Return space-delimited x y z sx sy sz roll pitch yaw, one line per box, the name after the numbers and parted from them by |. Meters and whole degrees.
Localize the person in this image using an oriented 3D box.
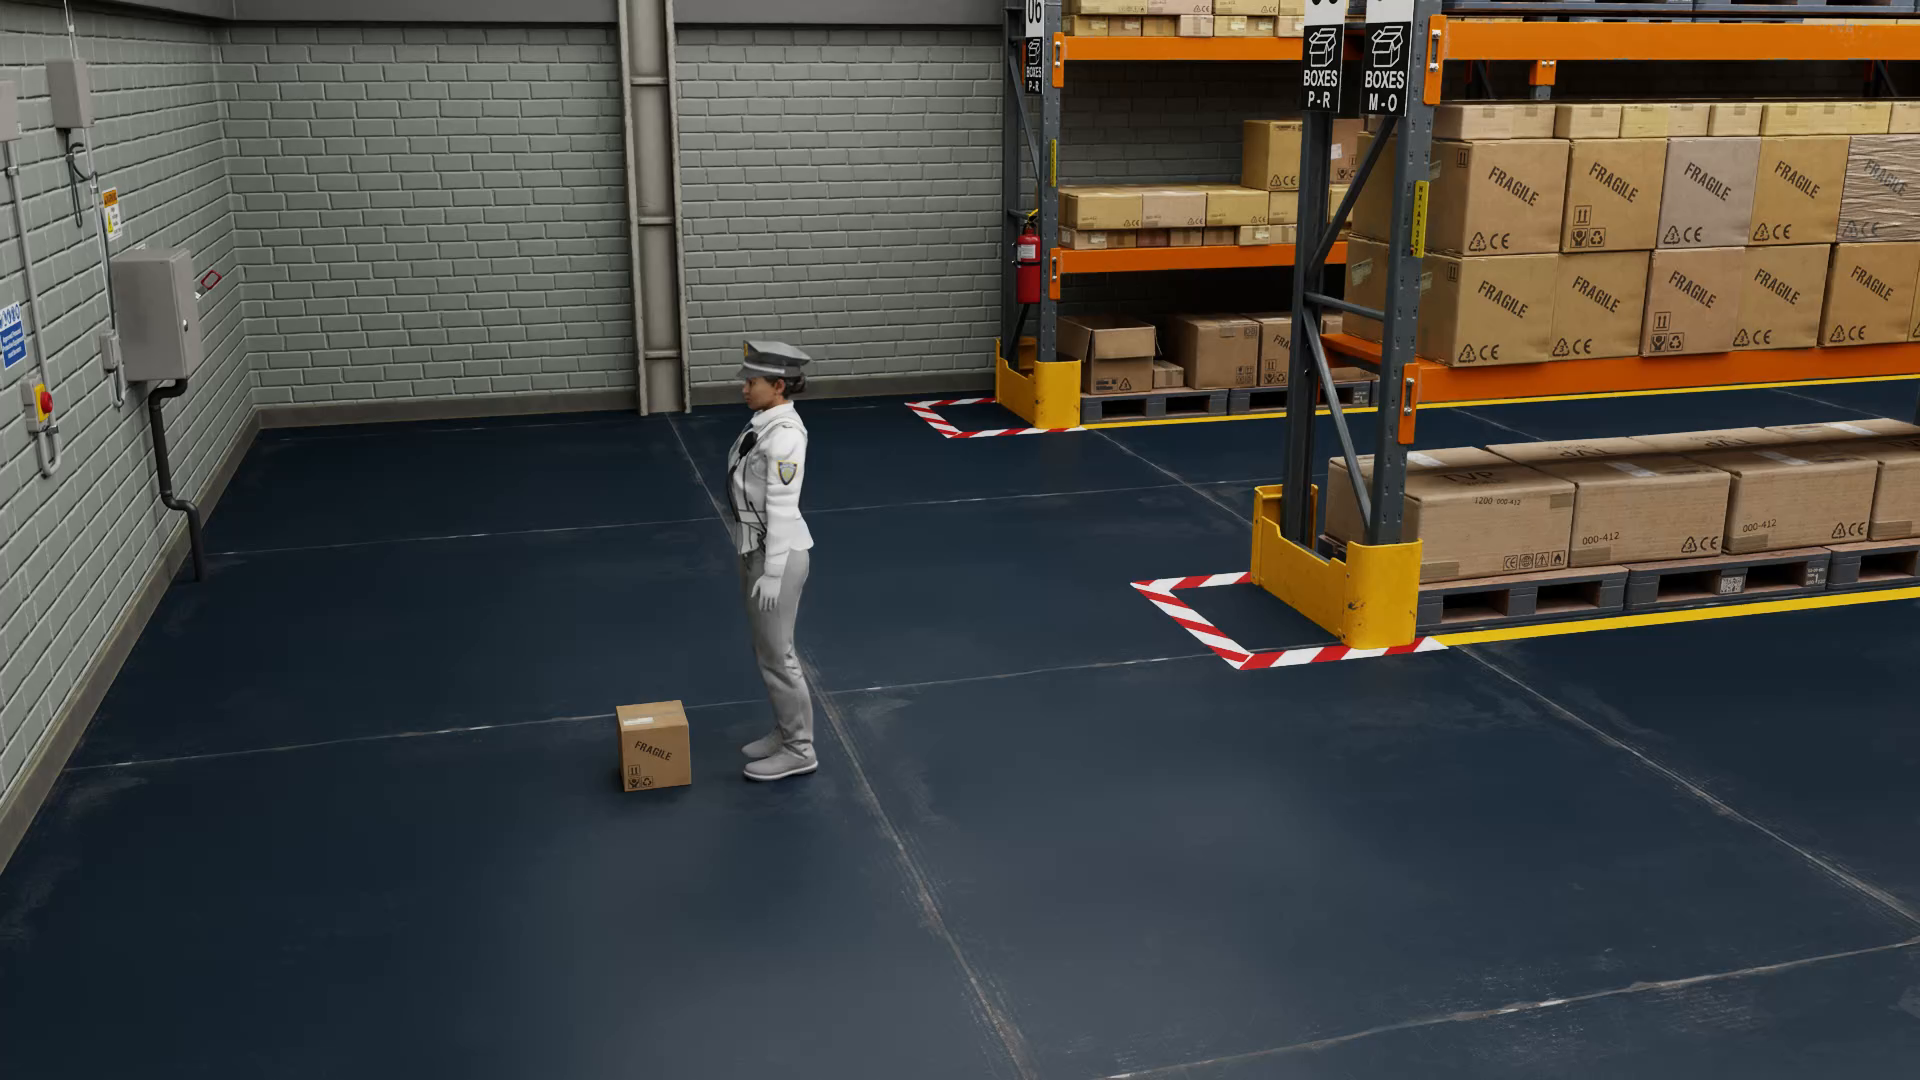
-0.714 0.082 6.261 0.337 1.692 0.466 -4 17 -14 | person
